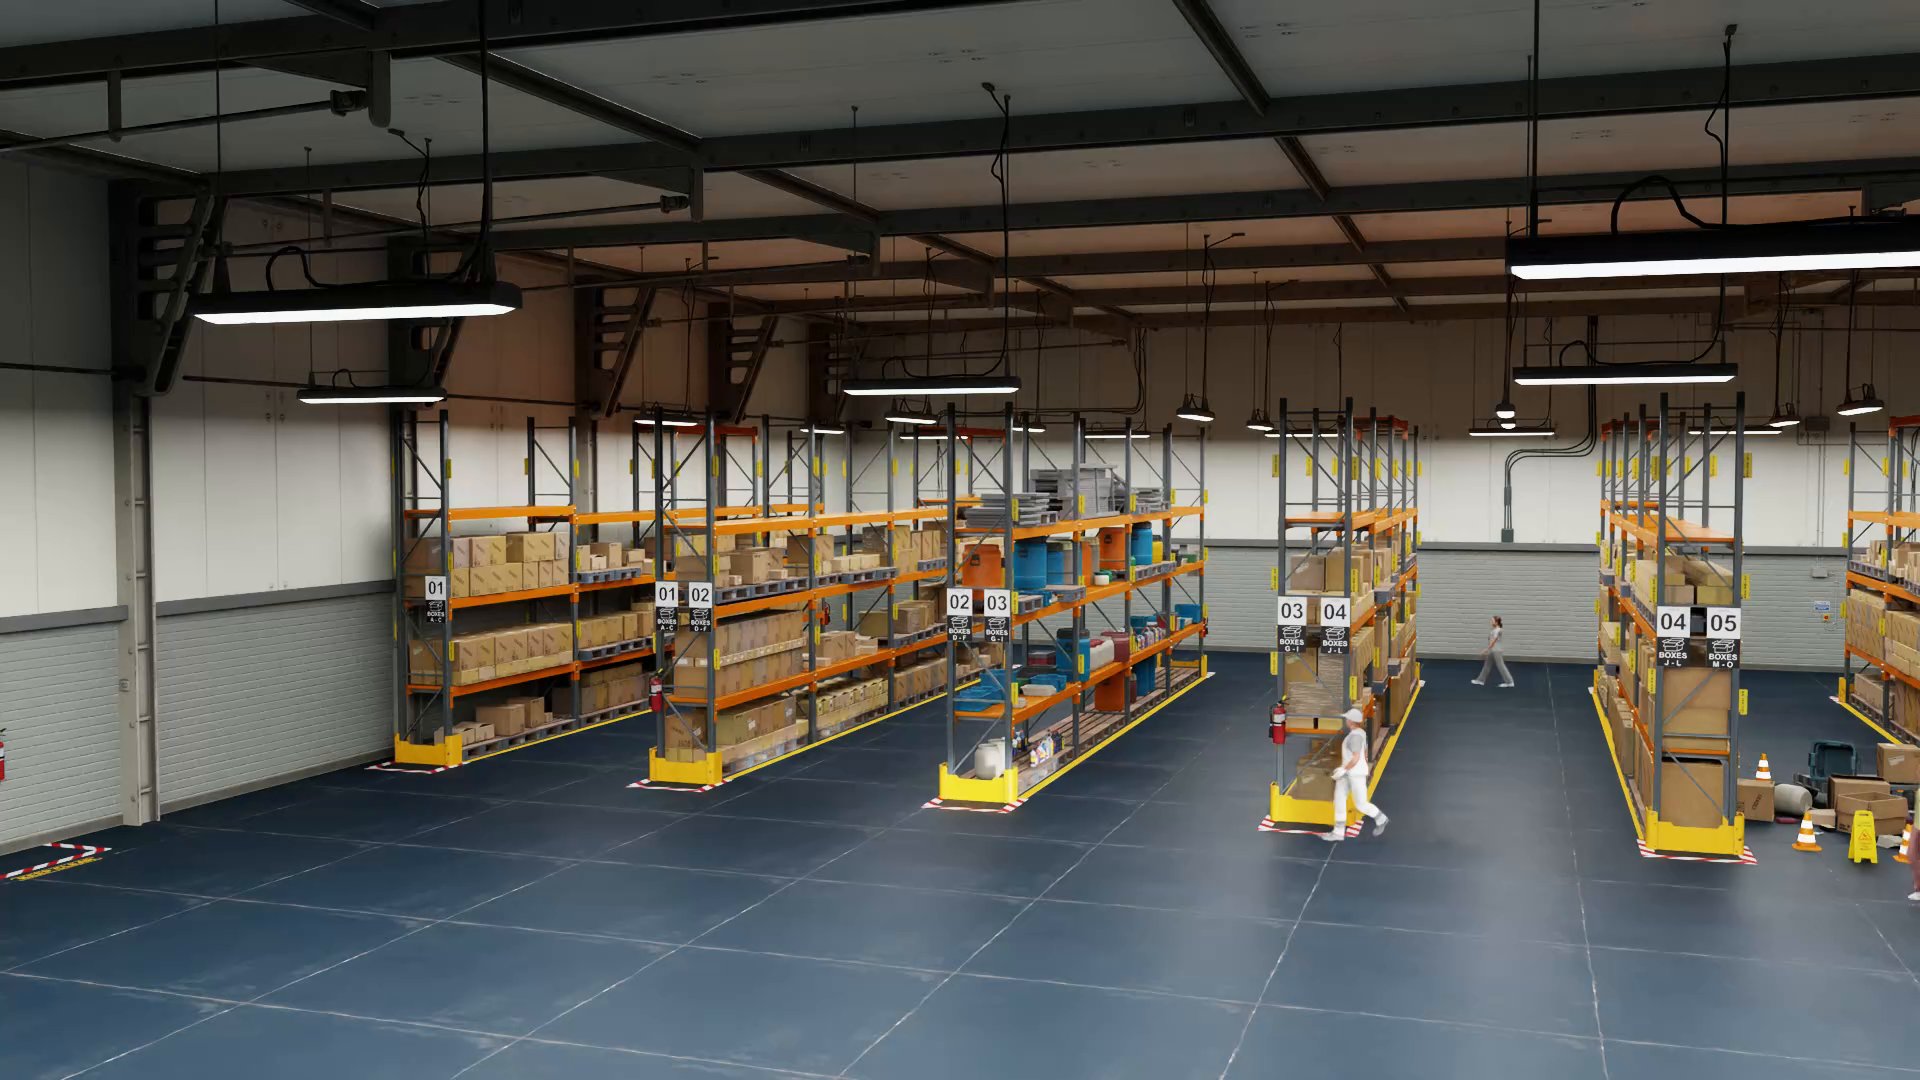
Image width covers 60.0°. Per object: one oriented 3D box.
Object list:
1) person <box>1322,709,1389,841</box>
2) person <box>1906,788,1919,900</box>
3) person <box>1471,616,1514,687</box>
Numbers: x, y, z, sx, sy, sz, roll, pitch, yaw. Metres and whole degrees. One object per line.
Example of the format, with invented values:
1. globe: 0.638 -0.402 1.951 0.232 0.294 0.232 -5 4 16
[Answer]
1. person: 5.306 3.142 22.271 0.898 1.763 0.530 -1 3 -22
2. person: 11.092 3.353 19.087 0.407 1.710 0.579 0 2 -8
3. person: 12.171 2.538 38.019 0.999 1.615 0.518 1 3 29
